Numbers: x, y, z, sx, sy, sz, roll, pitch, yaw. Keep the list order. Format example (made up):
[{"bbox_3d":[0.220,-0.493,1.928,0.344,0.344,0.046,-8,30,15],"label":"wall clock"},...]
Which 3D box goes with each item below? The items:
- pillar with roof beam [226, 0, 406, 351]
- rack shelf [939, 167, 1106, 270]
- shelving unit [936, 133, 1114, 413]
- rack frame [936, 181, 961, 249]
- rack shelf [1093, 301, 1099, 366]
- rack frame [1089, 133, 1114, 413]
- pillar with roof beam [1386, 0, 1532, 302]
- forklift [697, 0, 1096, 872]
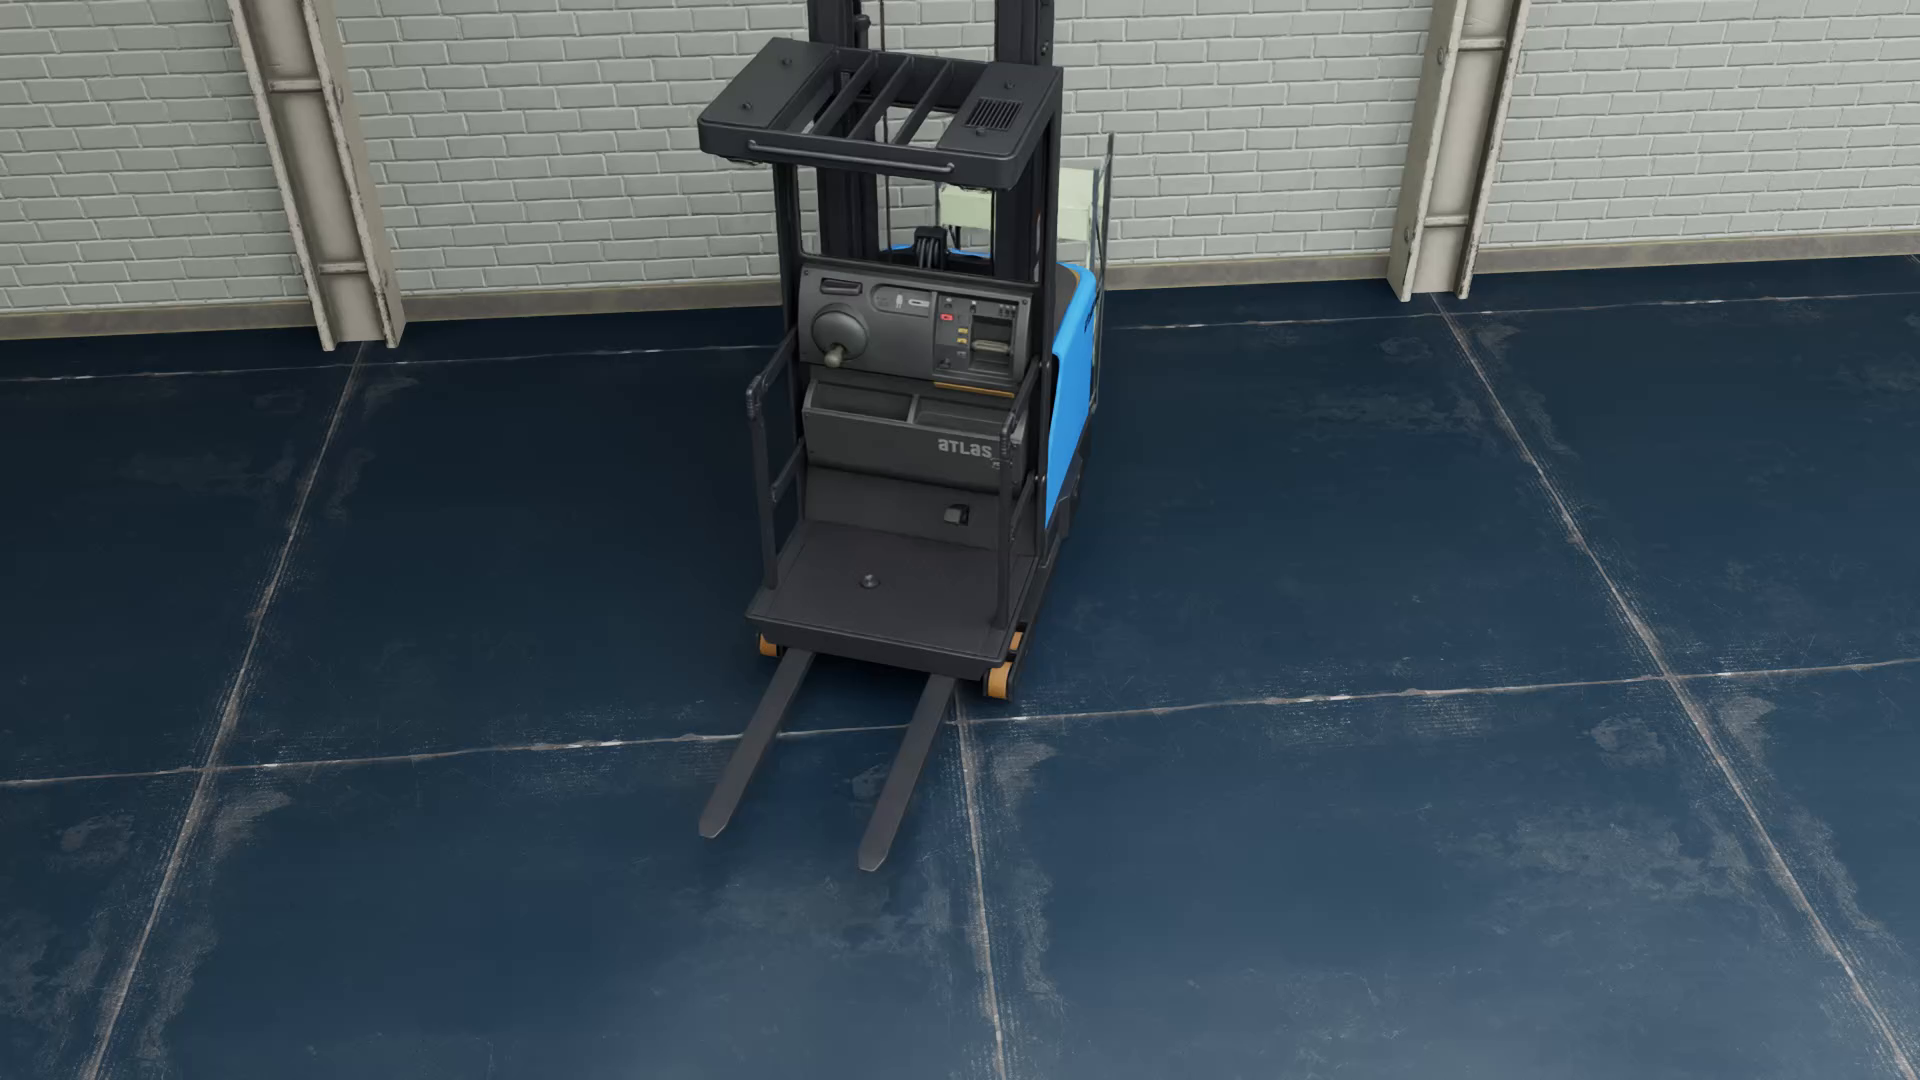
[{"bbox_3d":[-2.903,-2.012,3.035,0.400,9.000,9.100,-3,38,-4],"label":"pillar with roof beam"},{"bbox_3d":[0.301,-1.545,7.864,0.720,0.370,0.431,9,39,11],"label":"rack shelf"},{"bbox_3d":[0.301,-1.237,8.104,0.755,1.500,0.431,9,39,11],"label":"shelving unit"},{"bbox_3d":[-0.054,-1.293,8.175,0.023,1.500,0.400,9,39,11],"label":"rack frame"},{"bbox_3d":[0.300,-0.979,8.304,0.720,0.370,0.431,9,39,11],"label":"rack shelf"},{"bbox_3d":[0.655,-1.181,8.033,0.023,1.500,0.400,9,39,11],"label":"rack frame"},{"bbox_3d":[3.073,-2.341,3.452,0.400,9.000,9.100,-3,38,-4],"label":"pillar with roof beam"},{"bbox_3d":[-0.237,-0.758,6.344,1.130,2.935,3.031,9,39,12],"label":"forklift"}]
